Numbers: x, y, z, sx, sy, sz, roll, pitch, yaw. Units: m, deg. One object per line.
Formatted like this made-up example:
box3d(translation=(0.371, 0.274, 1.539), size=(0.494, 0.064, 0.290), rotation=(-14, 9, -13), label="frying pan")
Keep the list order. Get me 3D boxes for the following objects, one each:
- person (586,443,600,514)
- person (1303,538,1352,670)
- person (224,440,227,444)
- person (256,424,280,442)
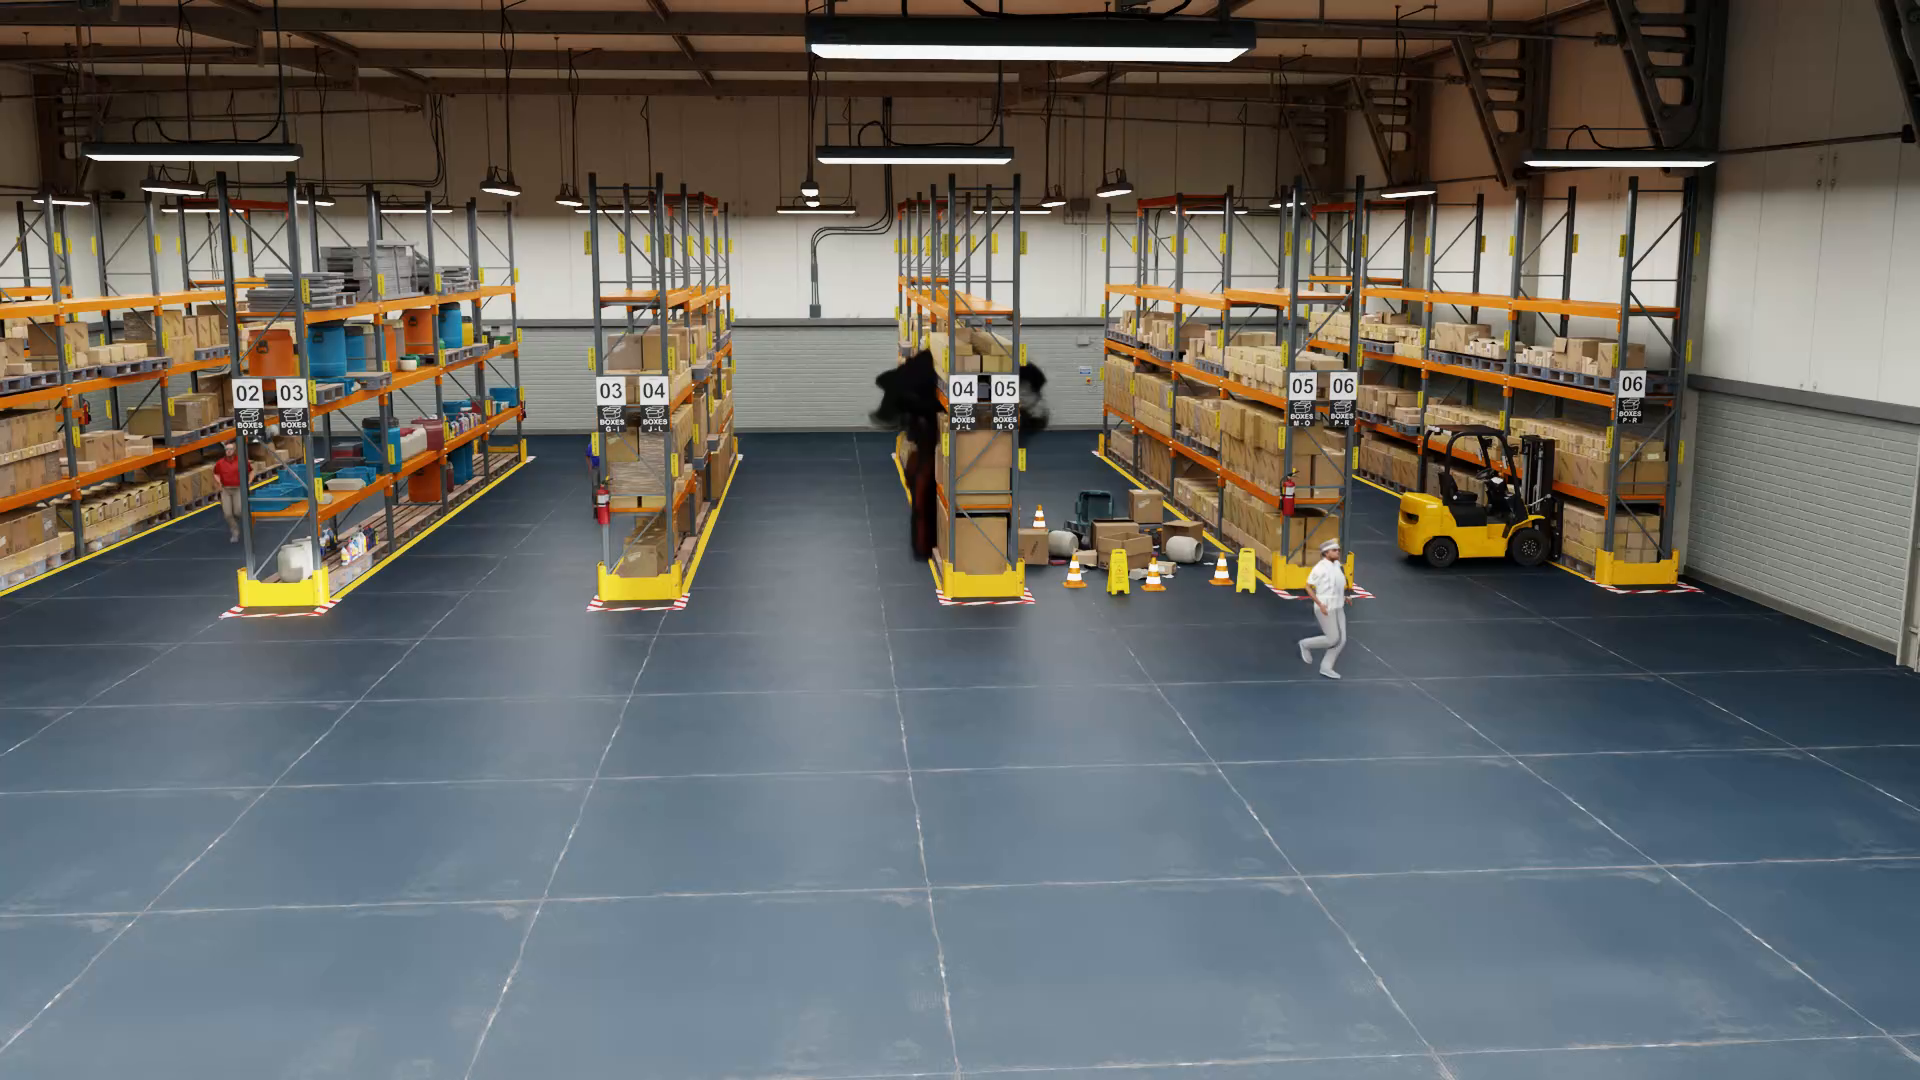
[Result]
box3d(translation=(-6.724, -1.149, 31.094), size=(0.525, 1.425, 0.500), rotation=(-1, 10, -8), label="person")
box3d(translation=(4.331, 0.752, 19.517), size=(0.578, 1.587, 0.507), rotation=(-9, 13, -41), label="person")
box3d(translation=(-17.579, -2.879, 40.294), size=(0.762, 1.680, 0.577), rotation=(4, 11, 24), label="person")
box3d(translation=(-16.517, -2.698, 39.703), size=(0.951, 1.565, 0.675), rotation=(-2, 10, -12), label="person")
